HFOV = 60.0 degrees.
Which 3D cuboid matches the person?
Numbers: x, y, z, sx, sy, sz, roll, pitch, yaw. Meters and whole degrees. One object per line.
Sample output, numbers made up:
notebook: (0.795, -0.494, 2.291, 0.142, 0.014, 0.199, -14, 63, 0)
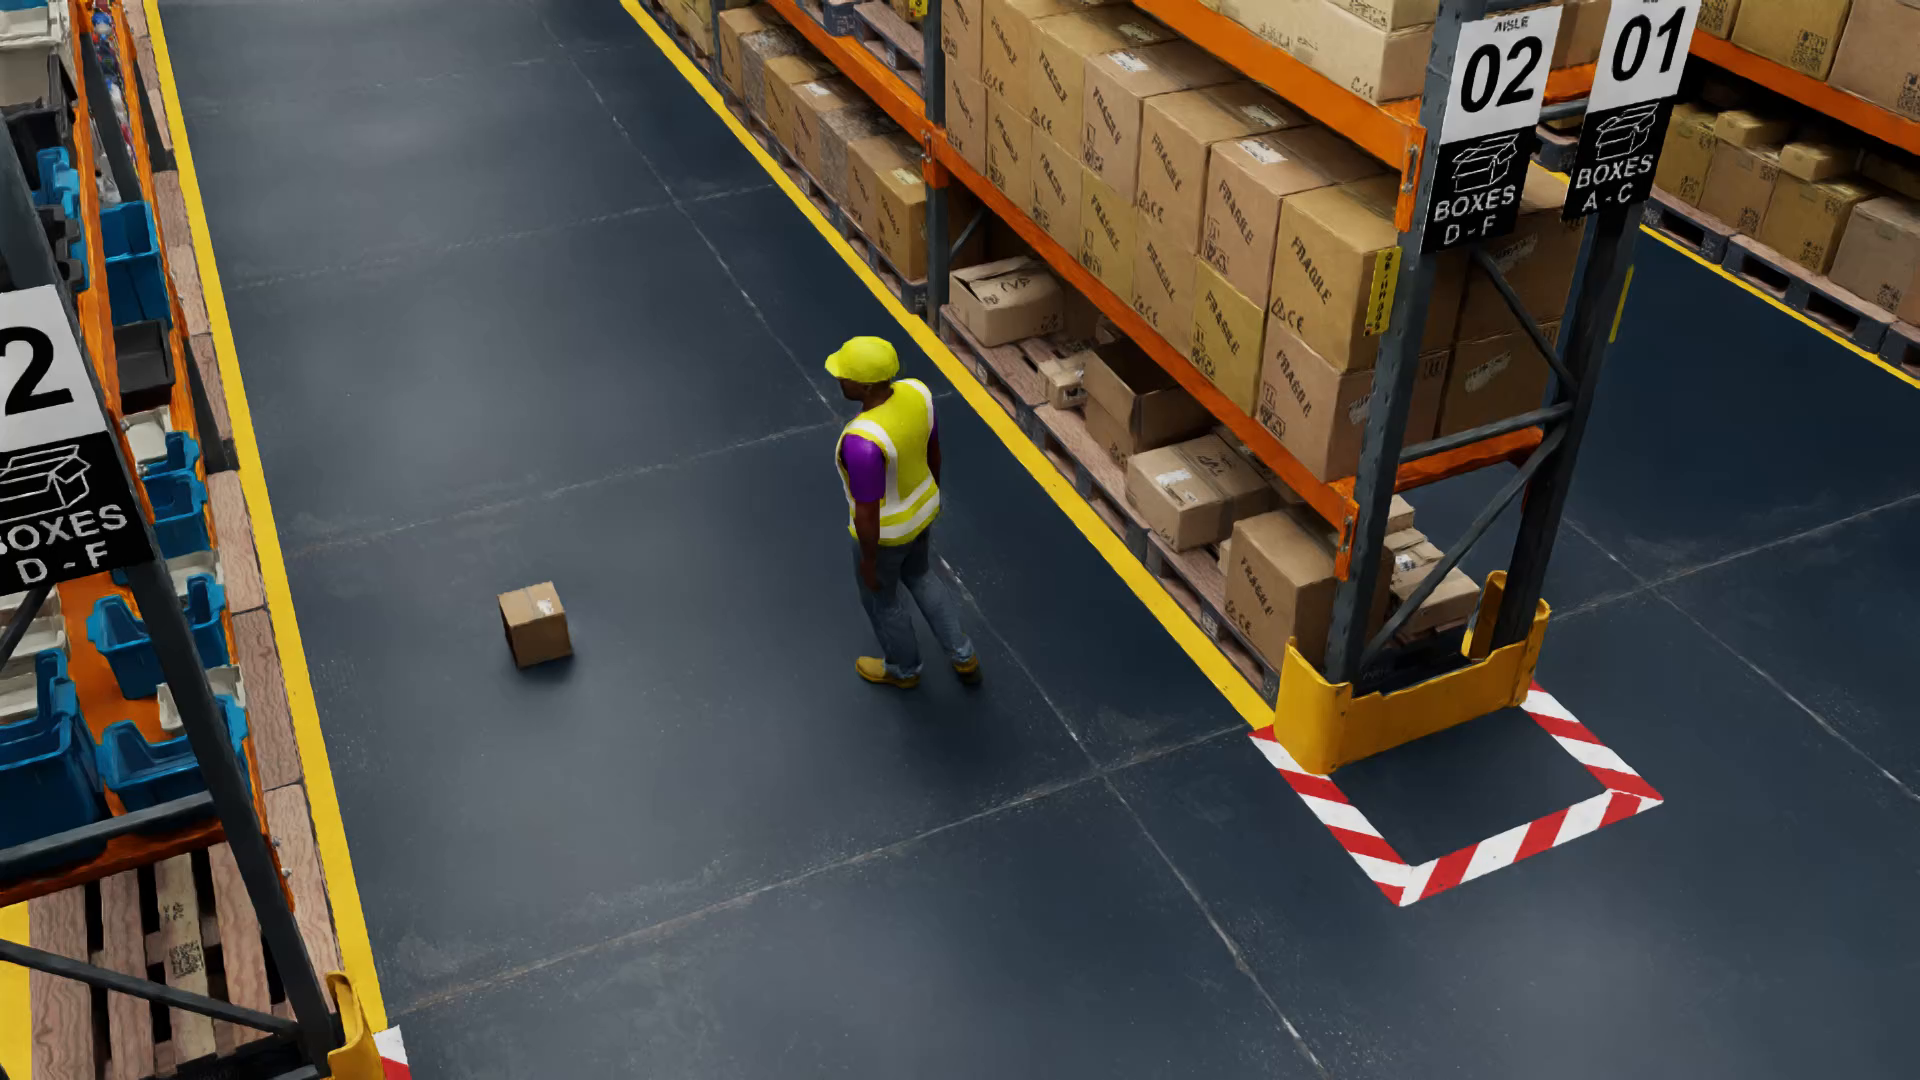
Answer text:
person: (-0.226, -0.072, 6.932, 0.570, 1.754, 0.613, 20, 41, 24)
